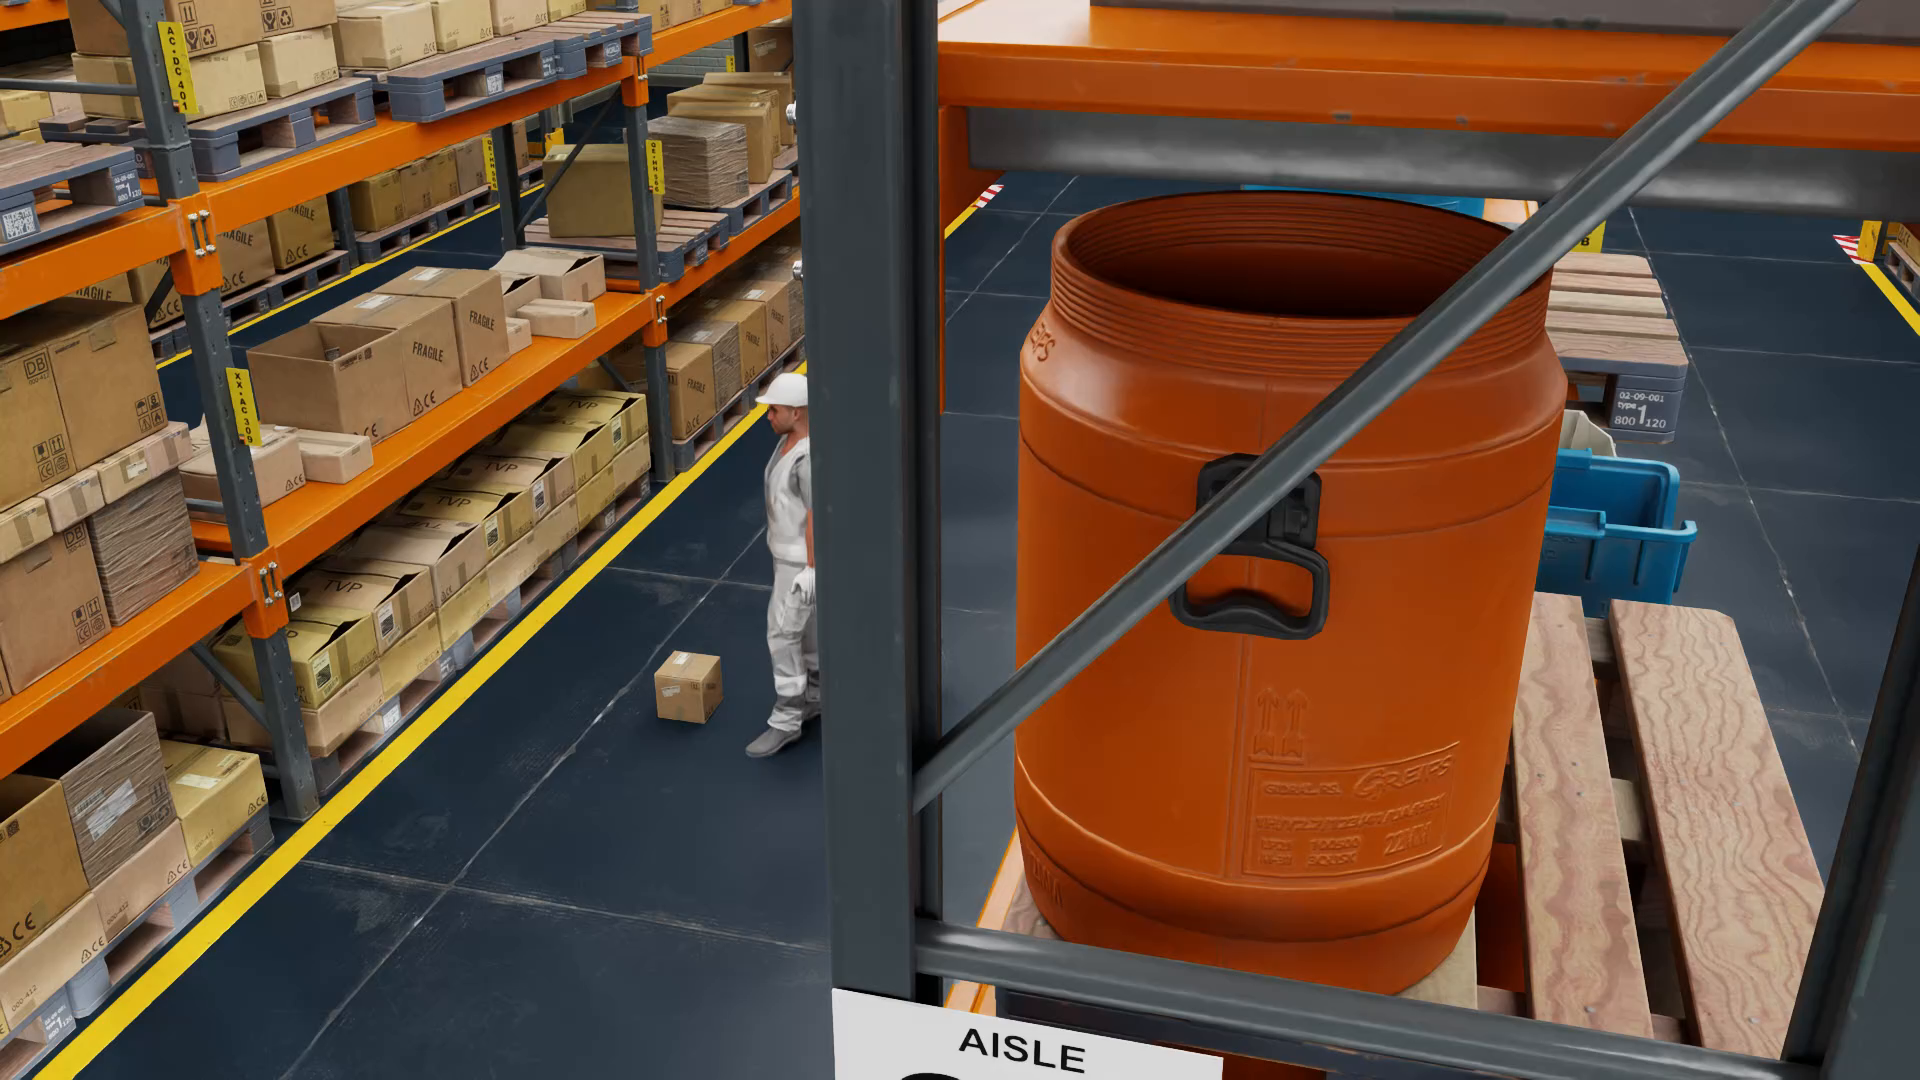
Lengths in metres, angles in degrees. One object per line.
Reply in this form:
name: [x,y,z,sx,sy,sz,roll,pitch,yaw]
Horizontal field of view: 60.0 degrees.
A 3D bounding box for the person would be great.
person: [-0.849,0.093,7.879,0.528,1.797,0.565,-8,26,-16]
